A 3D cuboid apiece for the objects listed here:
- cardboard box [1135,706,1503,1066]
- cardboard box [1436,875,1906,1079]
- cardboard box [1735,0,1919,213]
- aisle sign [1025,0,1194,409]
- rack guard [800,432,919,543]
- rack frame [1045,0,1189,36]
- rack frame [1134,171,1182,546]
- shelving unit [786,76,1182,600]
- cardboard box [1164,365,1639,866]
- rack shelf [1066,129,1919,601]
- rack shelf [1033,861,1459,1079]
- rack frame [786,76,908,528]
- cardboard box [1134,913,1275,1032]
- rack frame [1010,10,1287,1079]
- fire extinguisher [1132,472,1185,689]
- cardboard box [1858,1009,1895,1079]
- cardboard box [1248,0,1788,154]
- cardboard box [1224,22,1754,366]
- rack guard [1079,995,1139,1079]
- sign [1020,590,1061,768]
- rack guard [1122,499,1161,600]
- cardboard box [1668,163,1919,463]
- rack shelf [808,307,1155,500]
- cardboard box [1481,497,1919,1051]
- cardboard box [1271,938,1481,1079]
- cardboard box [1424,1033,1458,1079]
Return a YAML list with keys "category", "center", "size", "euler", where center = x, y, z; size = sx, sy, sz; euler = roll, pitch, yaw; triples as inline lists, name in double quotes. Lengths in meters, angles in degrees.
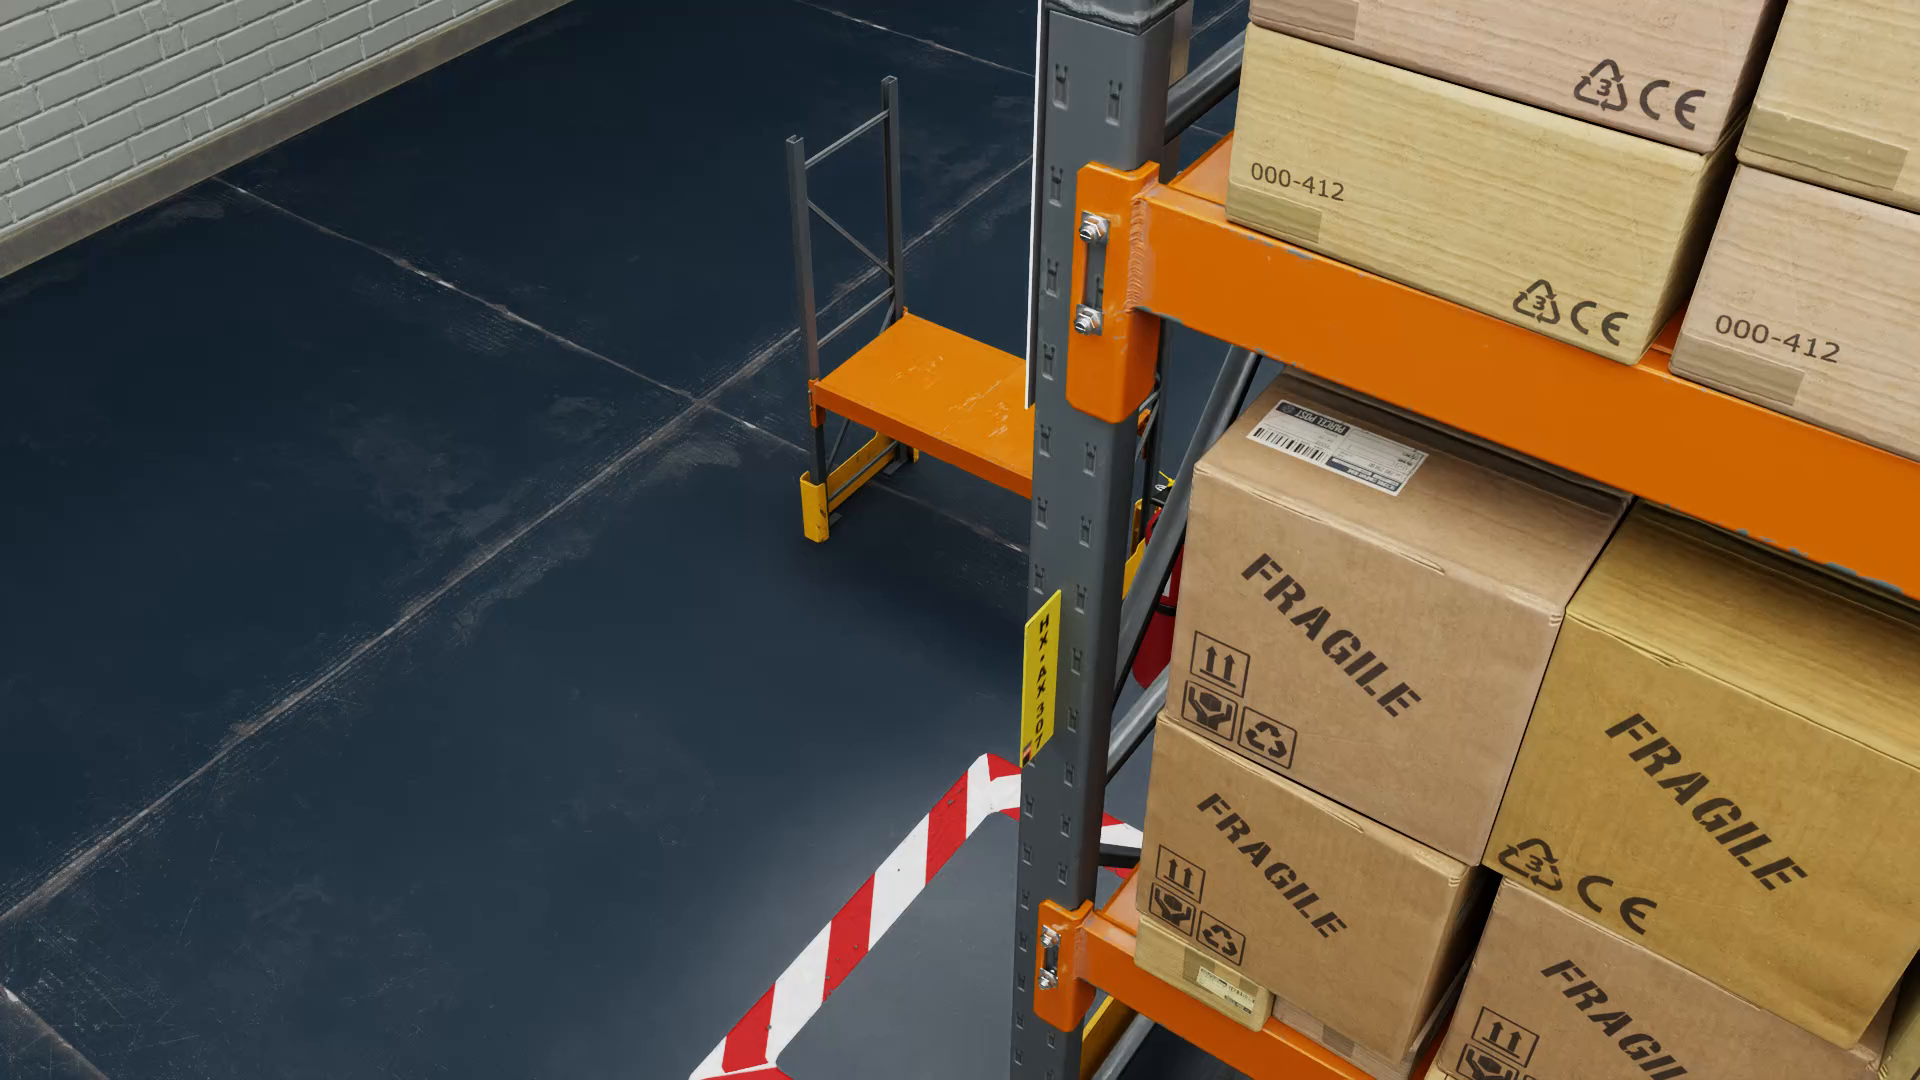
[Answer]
- category: "cardboard box"
  center: [0.647, 0.422, 2.731]
  size: [0.500, 0.500, 0.500]
  euler: [27, 49, 27]
- category: "cardboard box"
  center: [1.100, 0.613, 2.518]
  size: [0.500, 0.500, 0.500]
  euler: [25, 48, 25]
- category: "cardboard box"
  center: [1.077, -0.492, 1.538]
  size: [0.500, 0.250, 0.500]
  euler: [24, 47, 25]
- category: "aisle sign"
  center: [0.206, -0.586, 2.206]
  size: [0.004, 0.787, 0.394]
  euler: [25, 48, 25]
- category: "rack guard"
  center: [-0.345, -0.255, 5.847]
  size: [0.087, 0.250, 0.587]
  euler: [25, 48, 25]
- category: "rack frame"
  center: [0.438, -1.989, 1.224]
  size: [0.127, 3.000, 1.000]
  euler: [25, 48, 25]
- category: "rack frame"
  center: [0.486, -0.332, 4.996]
  size: [0.032, 1.500, 0.500]
  euler: [25, 48, 25]
- category: "shelving unit"
  center: [0.062, -0.530, 5.217]
  size: [1.083, 1.500, 0.587]
  euler: [25, 48, 25]
- category: "cardboard box"
  center: [0.654, 0.043, 2.404]
  size: [0.500, 0.500, 0.500]
  euler: [25, 47, 25]
- category: "rack shelf"
  center: [2.076, 0.163, 1.608]
  size: [4.000, 0.370, 1.077]
  euler: [25, 48, 25]
- category: "rack shelf"
  center: [2.076, 1.281, 2.609]
  size: [4.000, 0.370, 1.077]
  euler: [25, 48, 25]
- category: "rack frame"
  center: [-0.346, -0.721, 5.431]
  size: [0.032, 1.500, 0.500]
  euler: [25, 48, 25]
- category: "cardboard box"
  center: [0.515, 0.644, 2.970]
  size: [0.250, 0.149, 0.380]
  euler: [25, 47, 25]
- category: "rack frame"
  center: [0.438, 0.247, 3.224]
  size: [0.127, 3.000, 1.000]
  euler: [25, 48, 25]
- category: "fire extinguisher"
  center: [0.497, 0.066, 3.764]
  size: [0.183, 0.674, 0.296]
  euler: [25, 48, 25]
- category: "cardboard box"
  center: [1.494, 0.807, 2.300]
  size: [0.500, 0.500, 0.500]
  euler: [26, 48, 26]
- category: "cardboard box"
  center: [0.657, -0.687, 1.757]
  size: [0.500, 0.250, 0.500]
  euler: [26, 48, 26]
- category: "cardboard box"
  center: [0.659, -0.503, 1.926]
  size: [0.500, 0.250, 0.500]
  euler: [27, 48, 27]
- category: "rack guard"
  center: [0.501, 1.208, 4.025]
  size: [0.348, 0.500, 1.175]
  euler: [25, 48, 25]
- category: "sign"
  center: [0.127, 0.221, 2.605]
  size: [0.005, 0.325, 0.100]
  euler: [25, 48, 25]
- category: "rack guard"
  center: [0.470, 0.127, 5.421]
  size: [0.087, 0.250, 0.587]
  euler: [25, 48, 25]
- category: "cardboard box"
  center: [1.088, -0.299, 1.698]
  size: [0.500, 0.250, 0.500]
  euler: [27, 48, 27]
- category: "rack shelf"
  center: [0.070, -0.392, 5.333]
  size: [1.000, 0.185, 0.538]
  euler: [25, 48, 25]
- category: "cardboard box"
  center: [1.070, 0.233, 2.192]
  size: [0.500, 0.500, 0.500]
  euler: [26, 48, 26]
- category: "cardboard box"
  center: [0.748, 0.719, 2.886]
  size: [0.250, 0.149, 0.380]
  euler: [27, 48, 27]
- category: "cardboard box"
  center: [0.937, 0.851, 2.738]
  size: [0.250, 0.149, 0.380]
  euler: [24, 47, 24]
